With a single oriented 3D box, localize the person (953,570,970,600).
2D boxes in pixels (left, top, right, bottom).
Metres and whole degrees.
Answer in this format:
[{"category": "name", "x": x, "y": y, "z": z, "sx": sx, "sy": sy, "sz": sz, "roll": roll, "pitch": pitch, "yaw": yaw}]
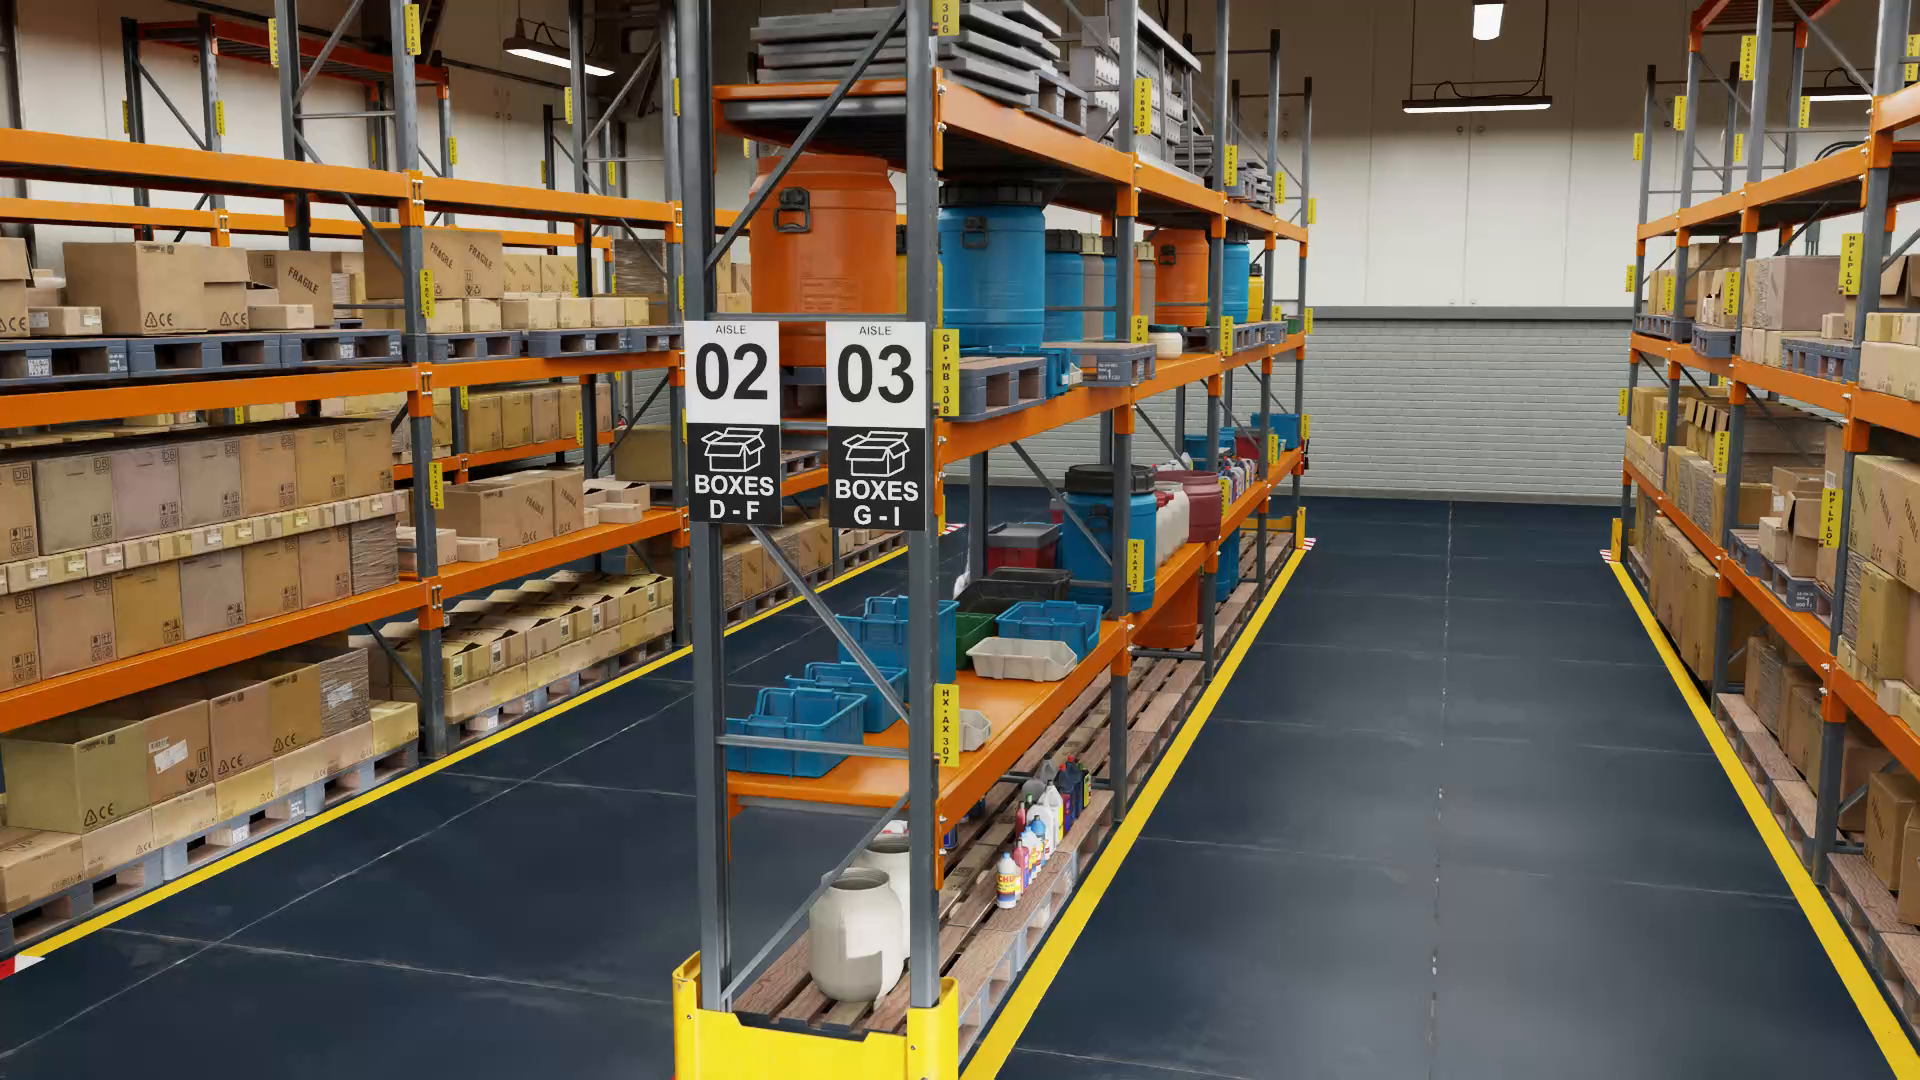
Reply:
[{"category": "person", "x": 0.188, "y": 0.636, "z": 15.907, "sx": 0.520, "sy": 0.797, "sz": 0.910, "roll": 2, "pitch": 9, "yaw": 15}]
